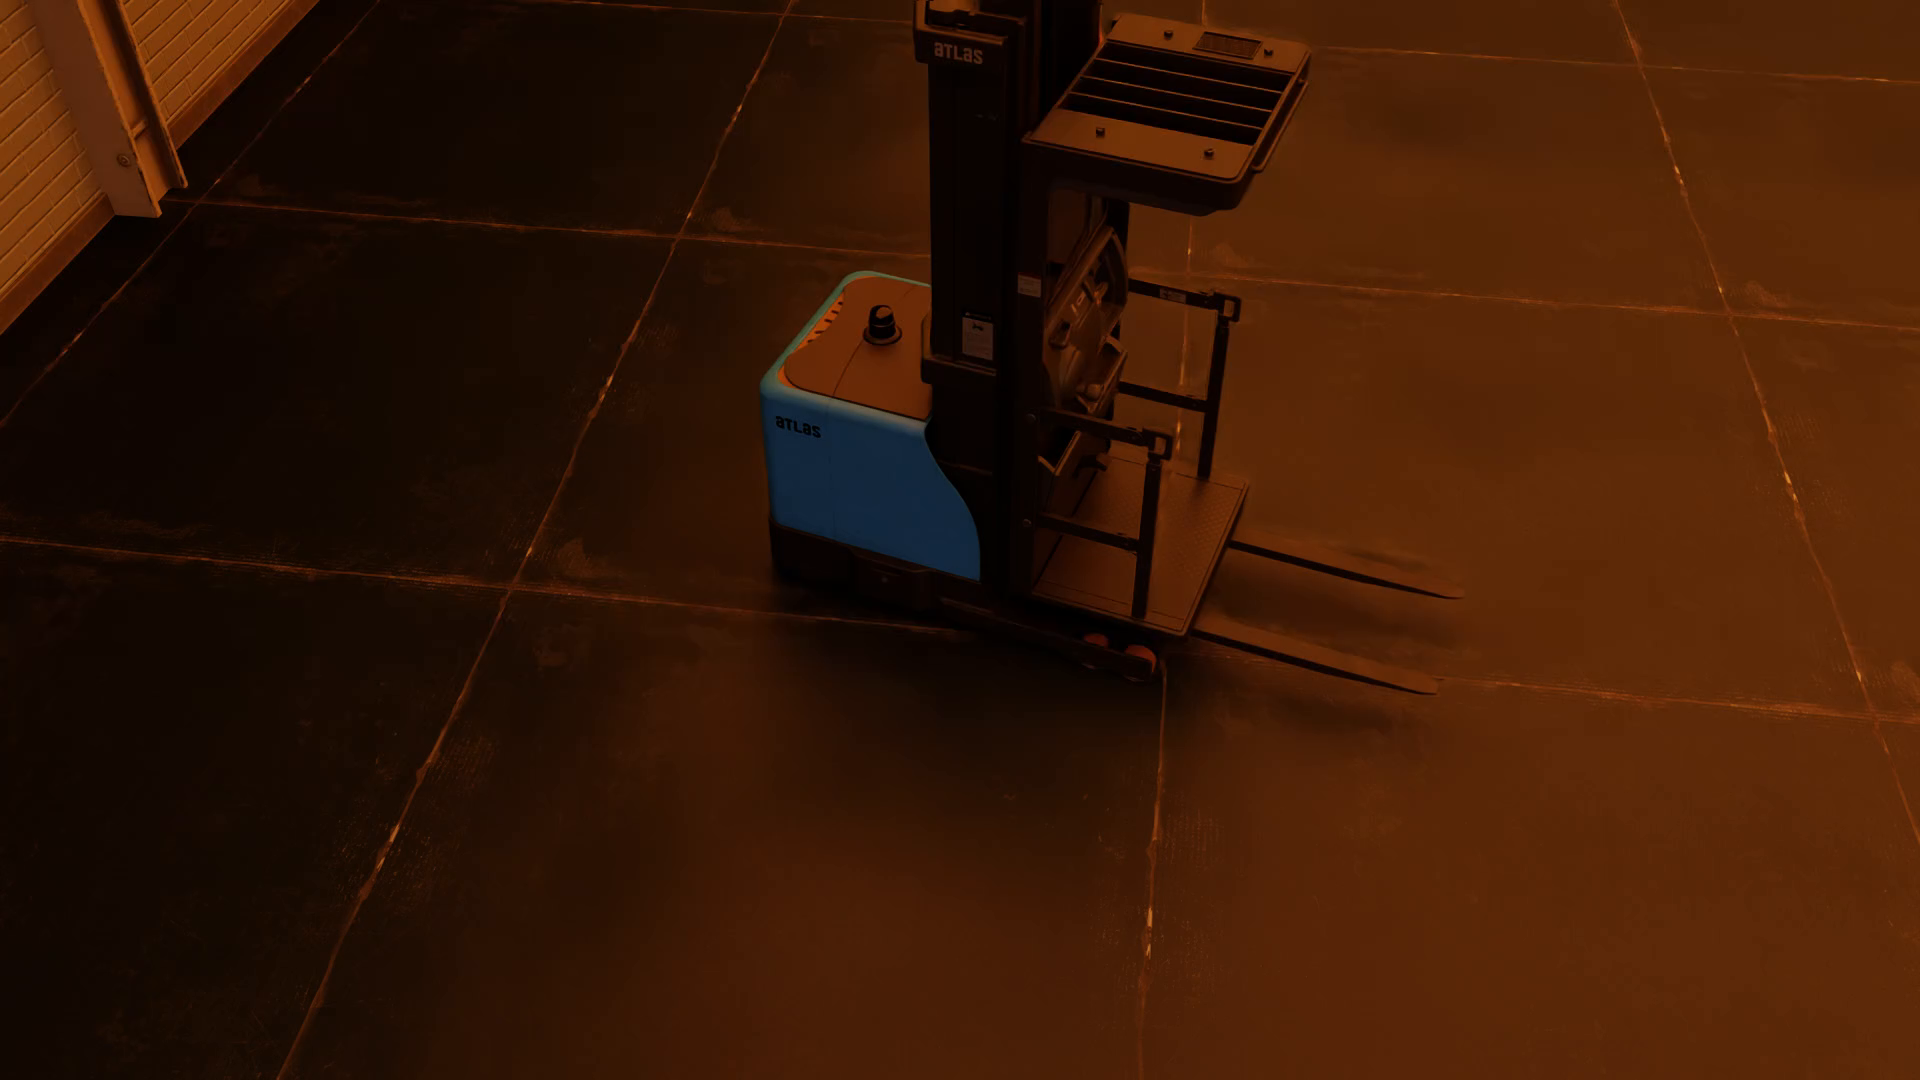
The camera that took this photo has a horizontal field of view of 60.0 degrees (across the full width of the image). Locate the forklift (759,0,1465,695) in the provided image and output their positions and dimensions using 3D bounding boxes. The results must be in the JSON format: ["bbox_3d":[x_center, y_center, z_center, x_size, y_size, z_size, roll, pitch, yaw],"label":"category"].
[{"bbox_3d":[0.696,-0.874,6.676,3.031,2.935,1.130,15,45,16],"label":"forklift"}]

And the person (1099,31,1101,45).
[{"bbox_3d":[0.486,-2.861,9.701,0.719,1.767,0.468,5,43,5],"label":"person"}]
